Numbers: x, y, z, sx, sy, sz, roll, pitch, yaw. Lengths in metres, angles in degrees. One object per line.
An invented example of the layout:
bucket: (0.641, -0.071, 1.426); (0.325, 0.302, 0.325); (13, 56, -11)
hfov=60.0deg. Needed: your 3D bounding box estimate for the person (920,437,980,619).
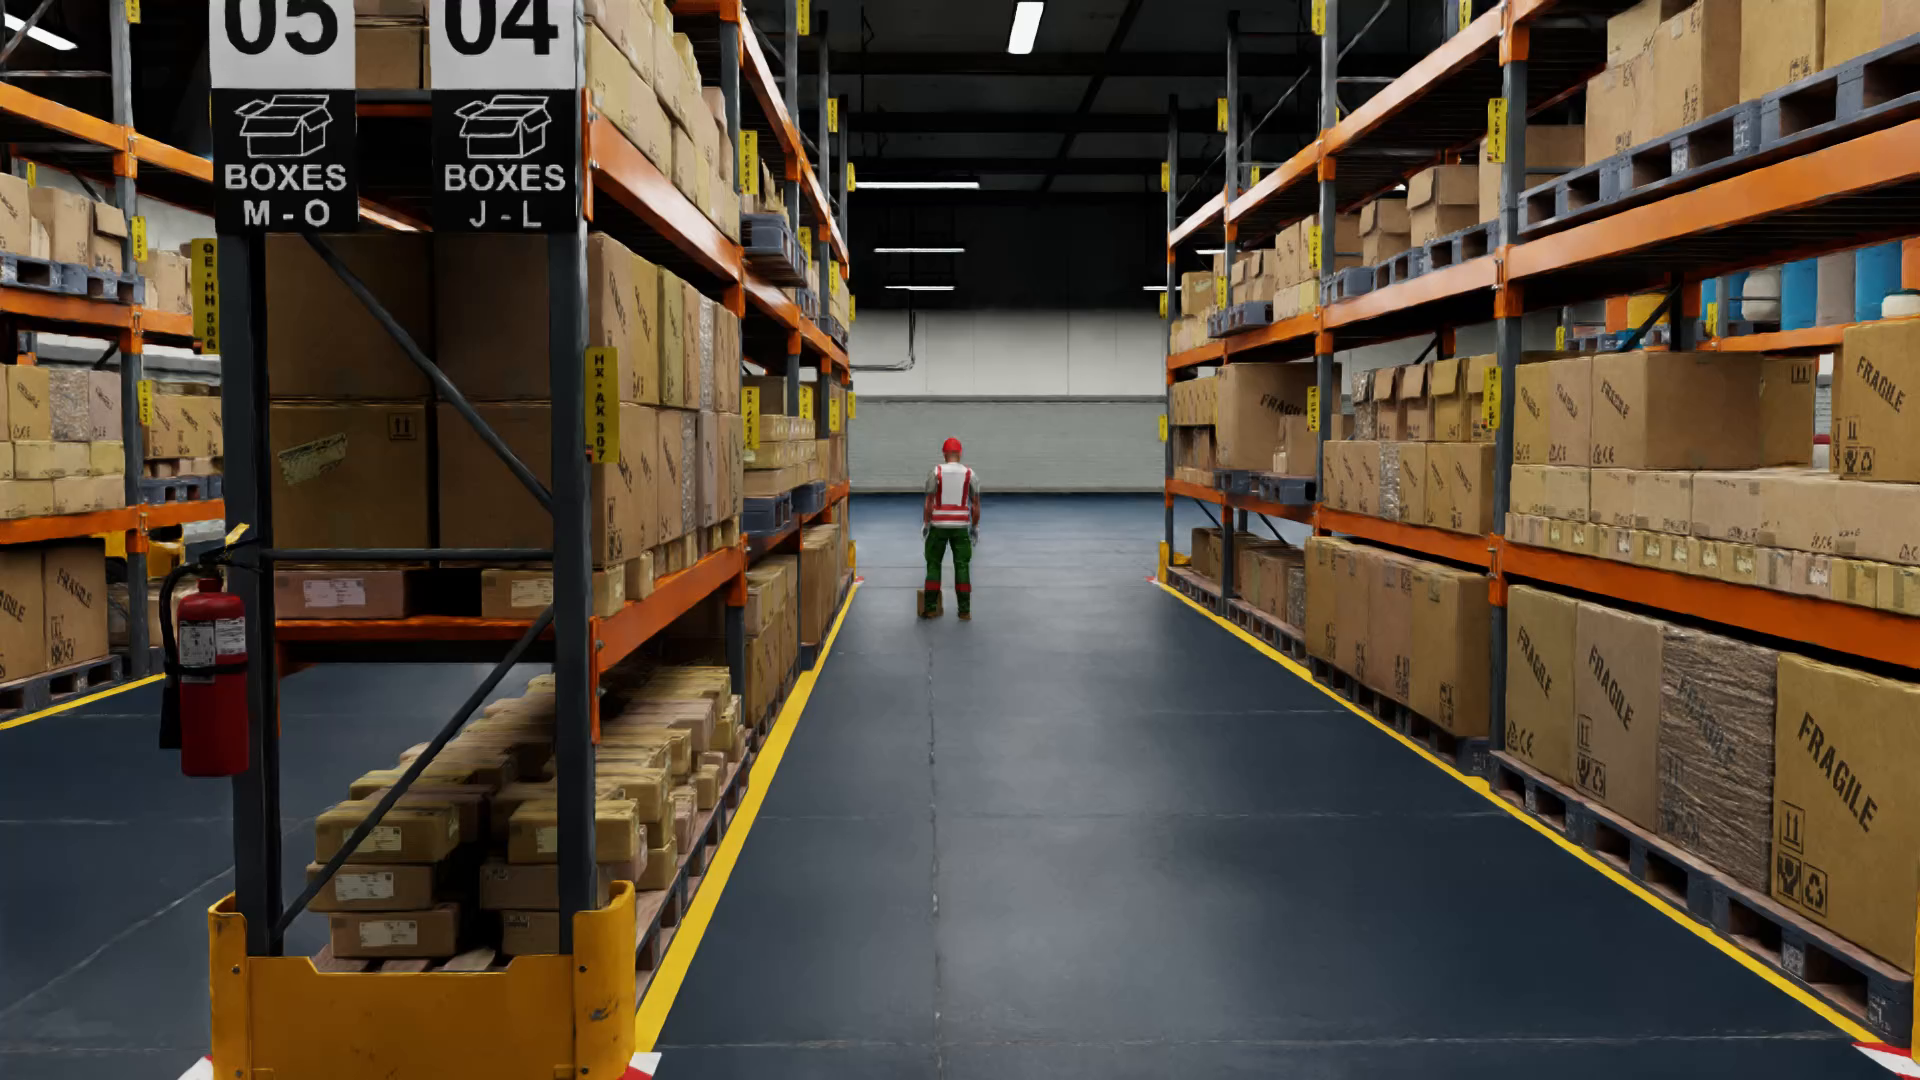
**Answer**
person: (-0.103, -0.120, 16.493); (0.591, 1.796, 0.405); (-1, 4, -8)
